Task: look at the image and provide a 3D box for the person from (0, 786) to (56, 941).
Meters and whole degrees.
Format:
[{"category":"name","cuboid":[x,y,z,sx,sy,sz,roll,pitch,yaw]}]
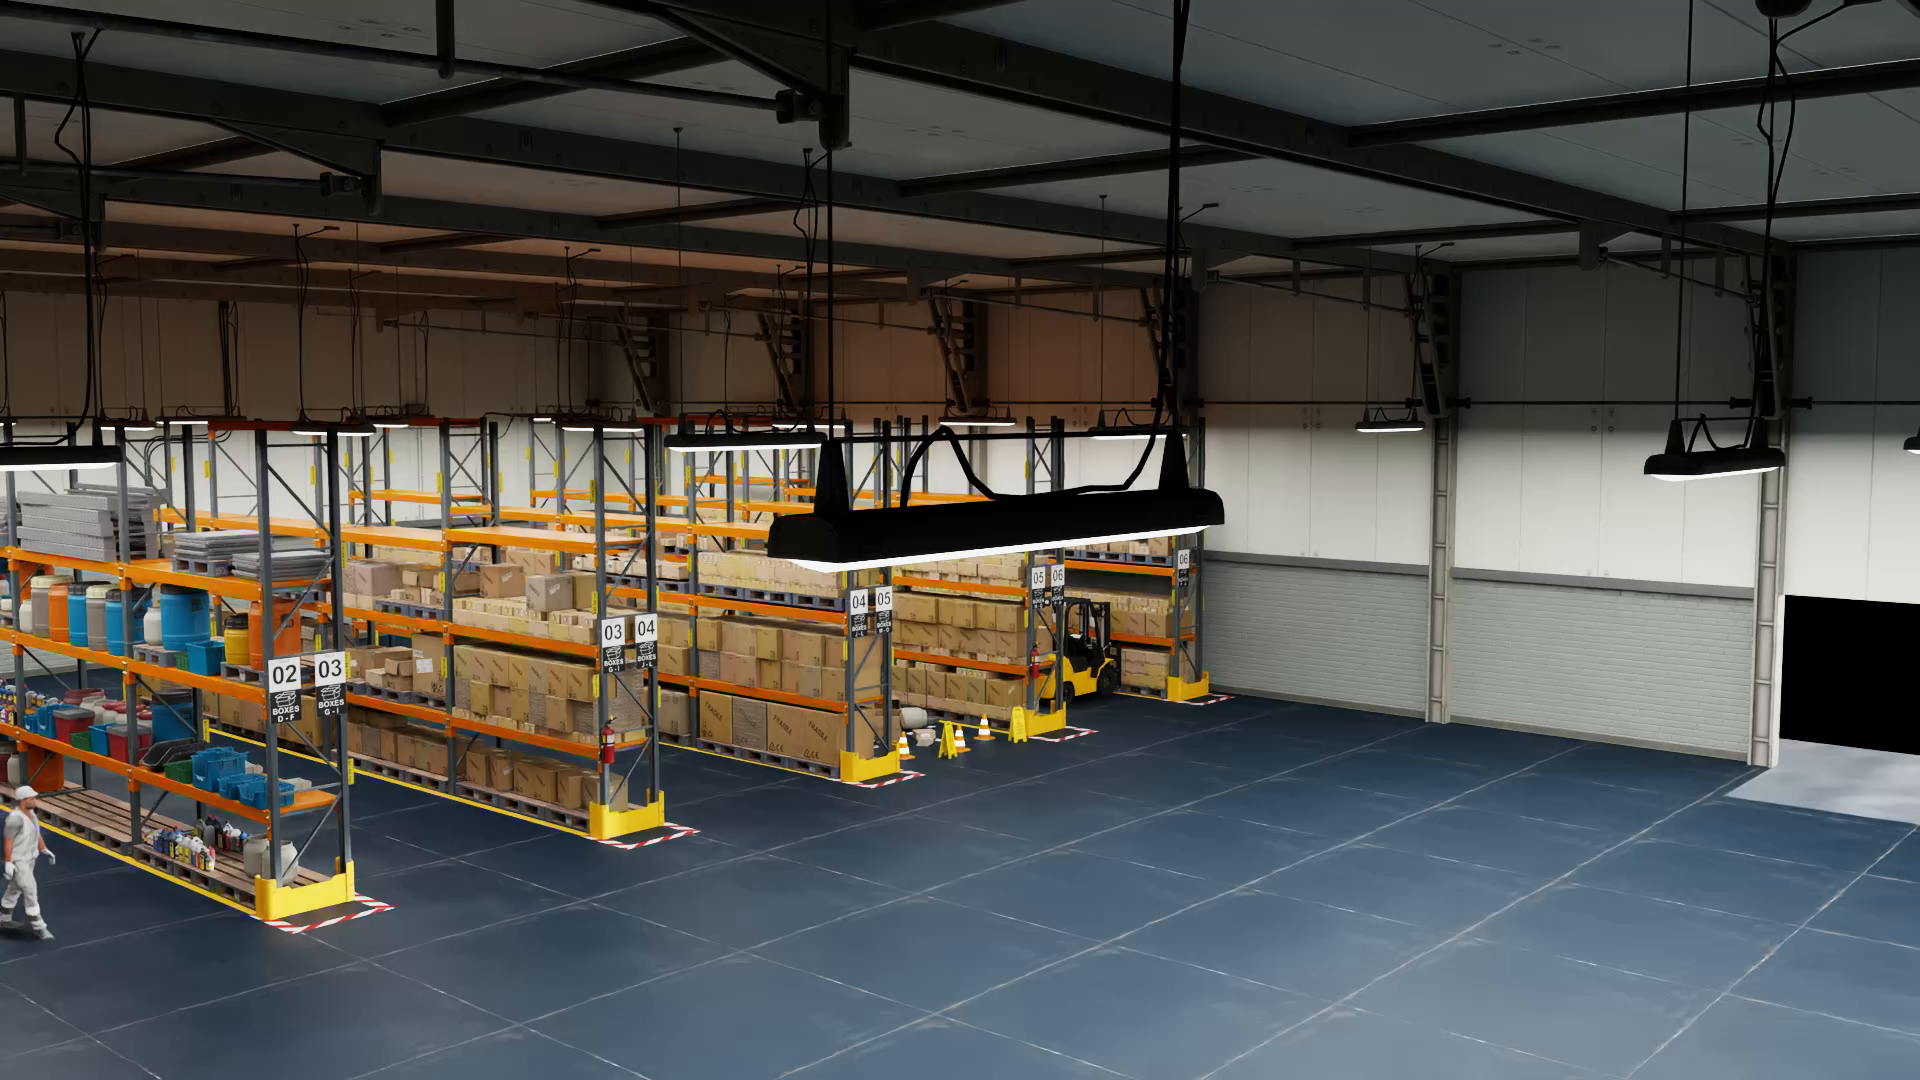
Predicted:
[{"category":"person","cuboid":[-11.097,3.812,19.749,0.882,1.797,0.636,1,5,9]}]
